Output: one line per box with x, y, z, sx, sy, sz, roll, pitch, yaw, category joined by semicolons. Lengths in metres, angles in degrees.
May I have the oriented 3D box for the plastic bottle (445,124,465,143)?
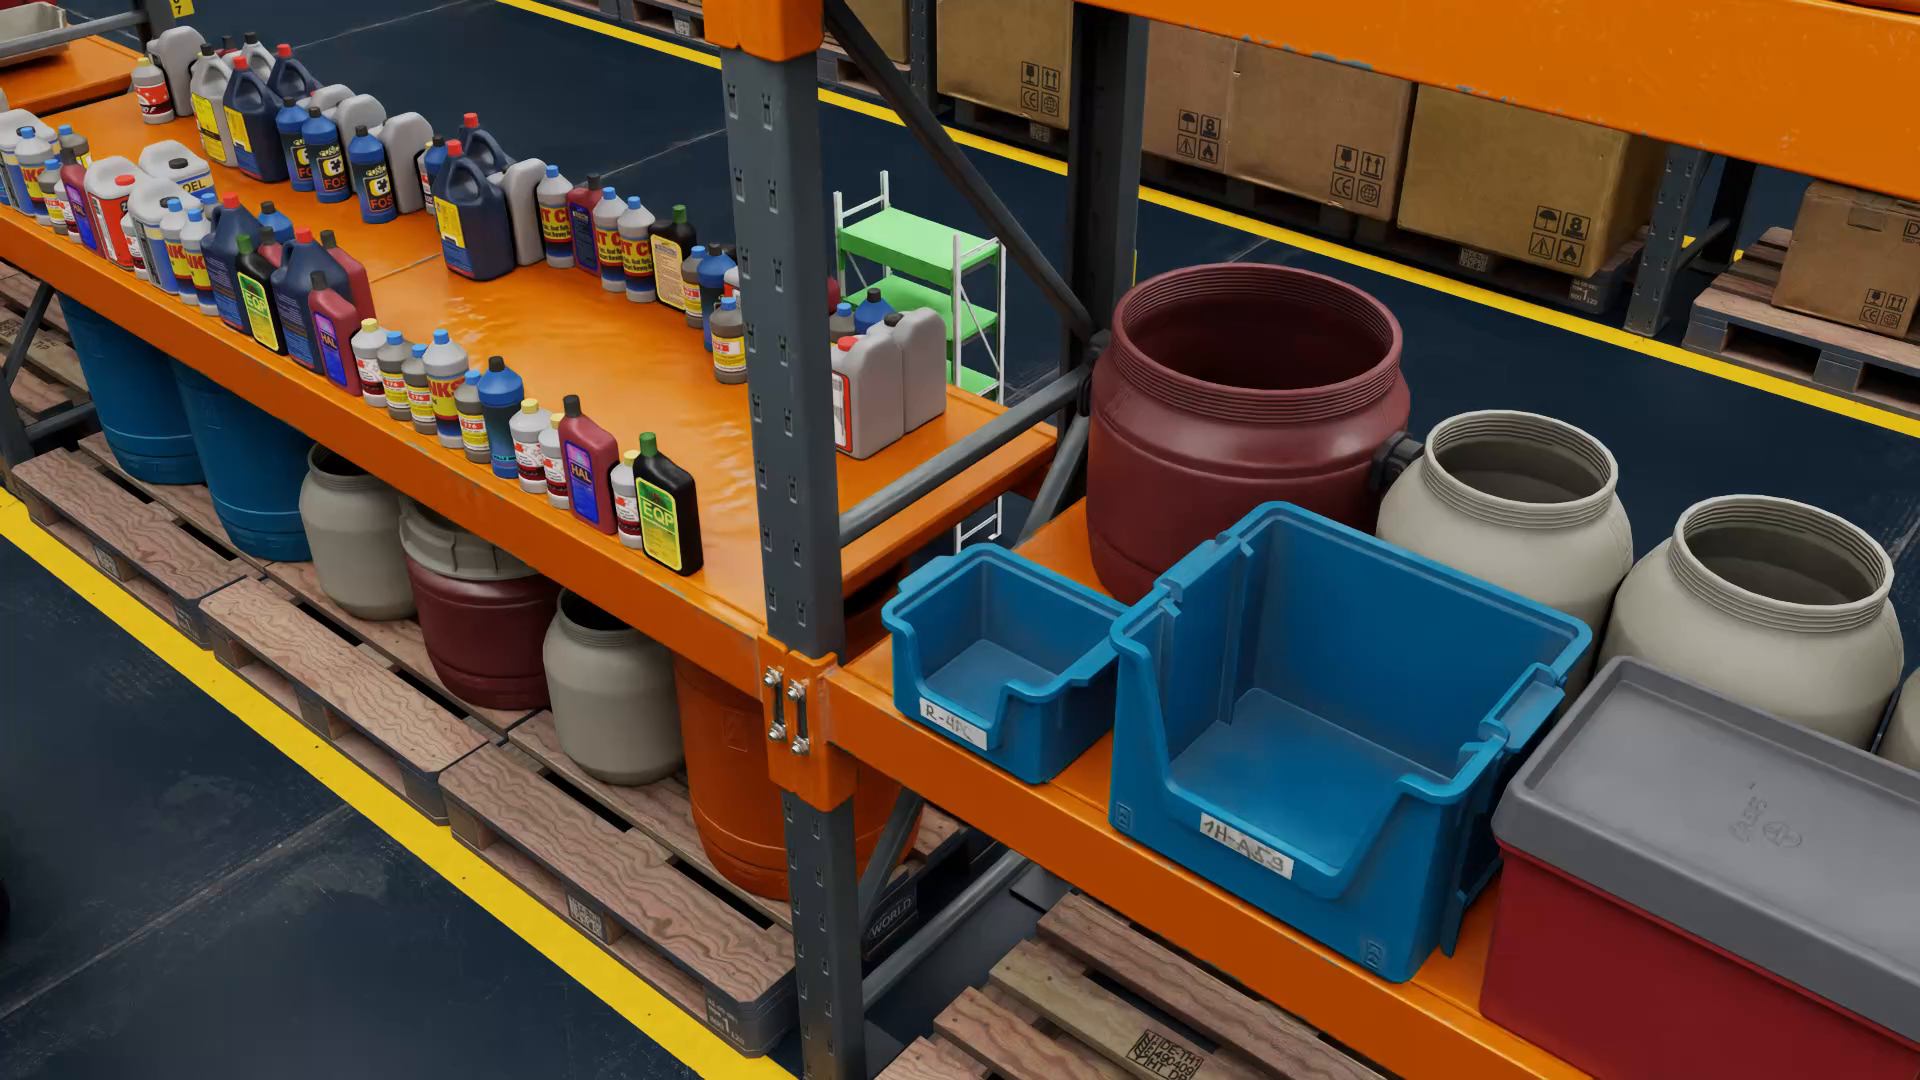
-1.407;-1.048;4.729;0.133;0.283;0.061;25;42;32;plastic bottle

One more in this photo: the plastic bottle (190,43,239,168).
-2.250;-1.336;5.090;0.185;0.351;0.144;25;42;32;plastic bottle

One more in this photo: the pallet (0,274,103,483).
-3.664;-0.710;6.597;1.213;0.211;1.003;25;42;32;pallet

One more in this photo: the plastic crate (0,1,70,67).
-3.340;-1.757;5.838;0.243;0.136;0.396;25;42;32;plastic crate

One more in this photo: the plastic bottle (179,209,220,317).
-1.926;-0.715;4.255;0.097;0.271;0.097;0;34;0;plastic bottle

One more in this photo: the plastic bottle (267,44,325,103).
-2.016;-1.332;5.084;0.185;0.351;0.144;25;42;32;plastic bottle

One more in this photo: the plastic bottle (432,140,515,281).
-1.305;-0.885;4.433;0.185;0.351;0.144;25;42;32;plastic bottle

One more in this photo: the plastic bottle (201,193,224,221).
-2.006;-0.836;4.493;0.097;0.201;0.097;0;34;0;plastic bottle

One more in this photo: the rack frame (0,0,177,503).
-3.074;-1.610;5.445;0.127;3.000;1.000;25;42;32;rack frame

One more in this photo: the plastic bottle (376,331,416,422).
-1.287;-0.385;3.836;0.097;0.201;0.097;0;34;0;plastic bottle

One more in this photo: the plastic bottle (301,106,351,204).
-1.858;-1.130;4.859;0.097;0.271;0.097;0;34;0;plastic bottle

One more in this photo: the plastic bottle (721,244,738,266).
-0.555;-0.646;4.144;0.133;0.283;0.061;25;42;32;plastic bottle

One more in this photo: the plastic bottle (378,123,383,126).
-1.686;-1.132;4.924;0.097;0.201;0.097;0;34;0;plastic bottle

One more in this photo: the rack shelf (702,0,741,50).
-1.537;-1.825;3.744;4.000;0.370;1.077;25;42;32;rack shelf

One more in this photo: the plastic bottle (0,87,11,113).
-2.980;-1.306;5.046;0.185;0.351;0.144;25;42;32;plastic bottle

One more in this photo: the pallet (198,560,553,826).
-1.566;0.279;5.157;1.213;0.211;1.003;25;42;32;pallet

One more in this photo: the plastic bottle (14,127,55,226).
-2.609;-1.037;4.724;0.097;0.271;0.097;0;34;0;plastic bottle

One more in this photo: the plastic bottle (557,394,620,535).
-0.761;-0.157;3.433;0.133;0.283;0.061;25;42;32;plastic bottle

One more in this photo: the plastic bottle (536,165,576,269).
-1.085;-0.878;4.492;0.097;0.271;0.097;0;34;0;plastic bottle

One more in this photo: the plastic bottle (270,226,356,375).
-1.558;-0.591;4.005;0.185;0.351;0.144;25;42;32;plastic bottle

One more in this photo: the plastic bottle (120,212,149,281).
-2.179;-0.805;4.448;0.097;0.201;0.097;0;34;0;plastic bottle

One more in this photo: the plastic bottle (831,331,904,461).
-0.223;-0.341;3.707;0.135;0.276;0.152;25;42;32;plastic bottle

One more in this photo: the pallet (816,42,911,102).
-0.439;-2.925;9.822;1.213;0.211;1.003;25;42;32;pallet

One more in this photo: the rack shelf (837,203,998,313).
-0.127;-0.898;5.262;0.480;0.148;0.258;25;42;32;rack shelf

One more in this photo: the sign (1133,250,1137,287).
0.347;-0.470;3.641;0.005;0.325;0.100;25;42;32;sign

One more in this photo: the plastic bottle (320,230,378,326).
-1.512;-0.618;4.103;0.133;0.283;0.061;25;42;32;plastic bottle

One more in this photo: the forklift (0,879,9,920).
-3.819;0.213;2.851;1.130;2.935;3.031;29;44;35;forklift

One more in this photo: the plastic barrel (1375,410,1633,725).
0.928;0.073;2.896;0.421;0.512;0.421;0;34;0;plastic barrel

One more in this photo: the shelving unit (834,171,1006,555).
-0.127;-0.555;5.498;0.503;1.200;0.258;25;42;32;shelving unit

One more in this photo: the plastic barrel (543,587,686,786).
-0.878;0.356;4.409;0.421;0.512;0.421;0;34;0;plastic barrel

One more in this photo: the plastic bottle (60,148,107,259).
-2.382;-0.922;4.545;0.133;0.283;0.061;25;42;32;plastic bottle

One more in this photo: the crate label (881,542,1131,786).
0.084;0.224;2.923;0.416;0.233;0.303;25;42;32;crate label

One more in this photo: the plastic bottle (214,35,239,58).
-2.357;-1.496;5.381;0.133;0.283;0.061;25;42;32;plastic bottle

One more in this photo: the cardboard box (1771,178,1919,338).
3.697;-1.233;6.715;0.500;0.500;0.700;23;41;30;cardboard box

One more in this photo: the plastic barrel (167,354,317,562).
-2.122;-0.457;5.248;0.708;0.901;0.600;25;42;32;plastic barrel

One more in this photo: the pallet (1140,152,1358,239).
1.678;-1.927;8.369;1.213;0.211;1.003;25;42;32;pallet

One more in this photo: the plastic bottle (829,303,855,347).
-0.272;-0.466;3.954;0.097;0.201;0.097;0;34;0;plastic bottle

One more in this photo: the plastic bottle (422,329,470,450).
-1.137;-0.343;3.714;0.097;0.271;0.097;0;34;0;plastic bottle

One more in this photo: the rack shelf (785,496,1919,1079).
1.537;0.860;2.484;4.000;0.370;1.077;25;42;32;rack shelf

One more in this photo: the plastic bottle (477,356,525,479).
-0.987;-0.273;3.611;0.097;0.271;0.097;0;34;0;plastic bottle

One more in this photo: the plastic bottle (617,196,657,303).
-0.832;-0.759;4.319;0.097;0.271;0.097;0;34;0;plastic bottle

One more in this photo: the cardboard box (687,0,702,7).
-1.052;-3.662;9.938;0.875;0.875;0.875;25;42;32;cardboard box

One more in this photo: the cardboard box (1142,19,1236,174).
1.287;-2.516;8.269;0.875;0.875;1.225;24;41;30;cardboard box
